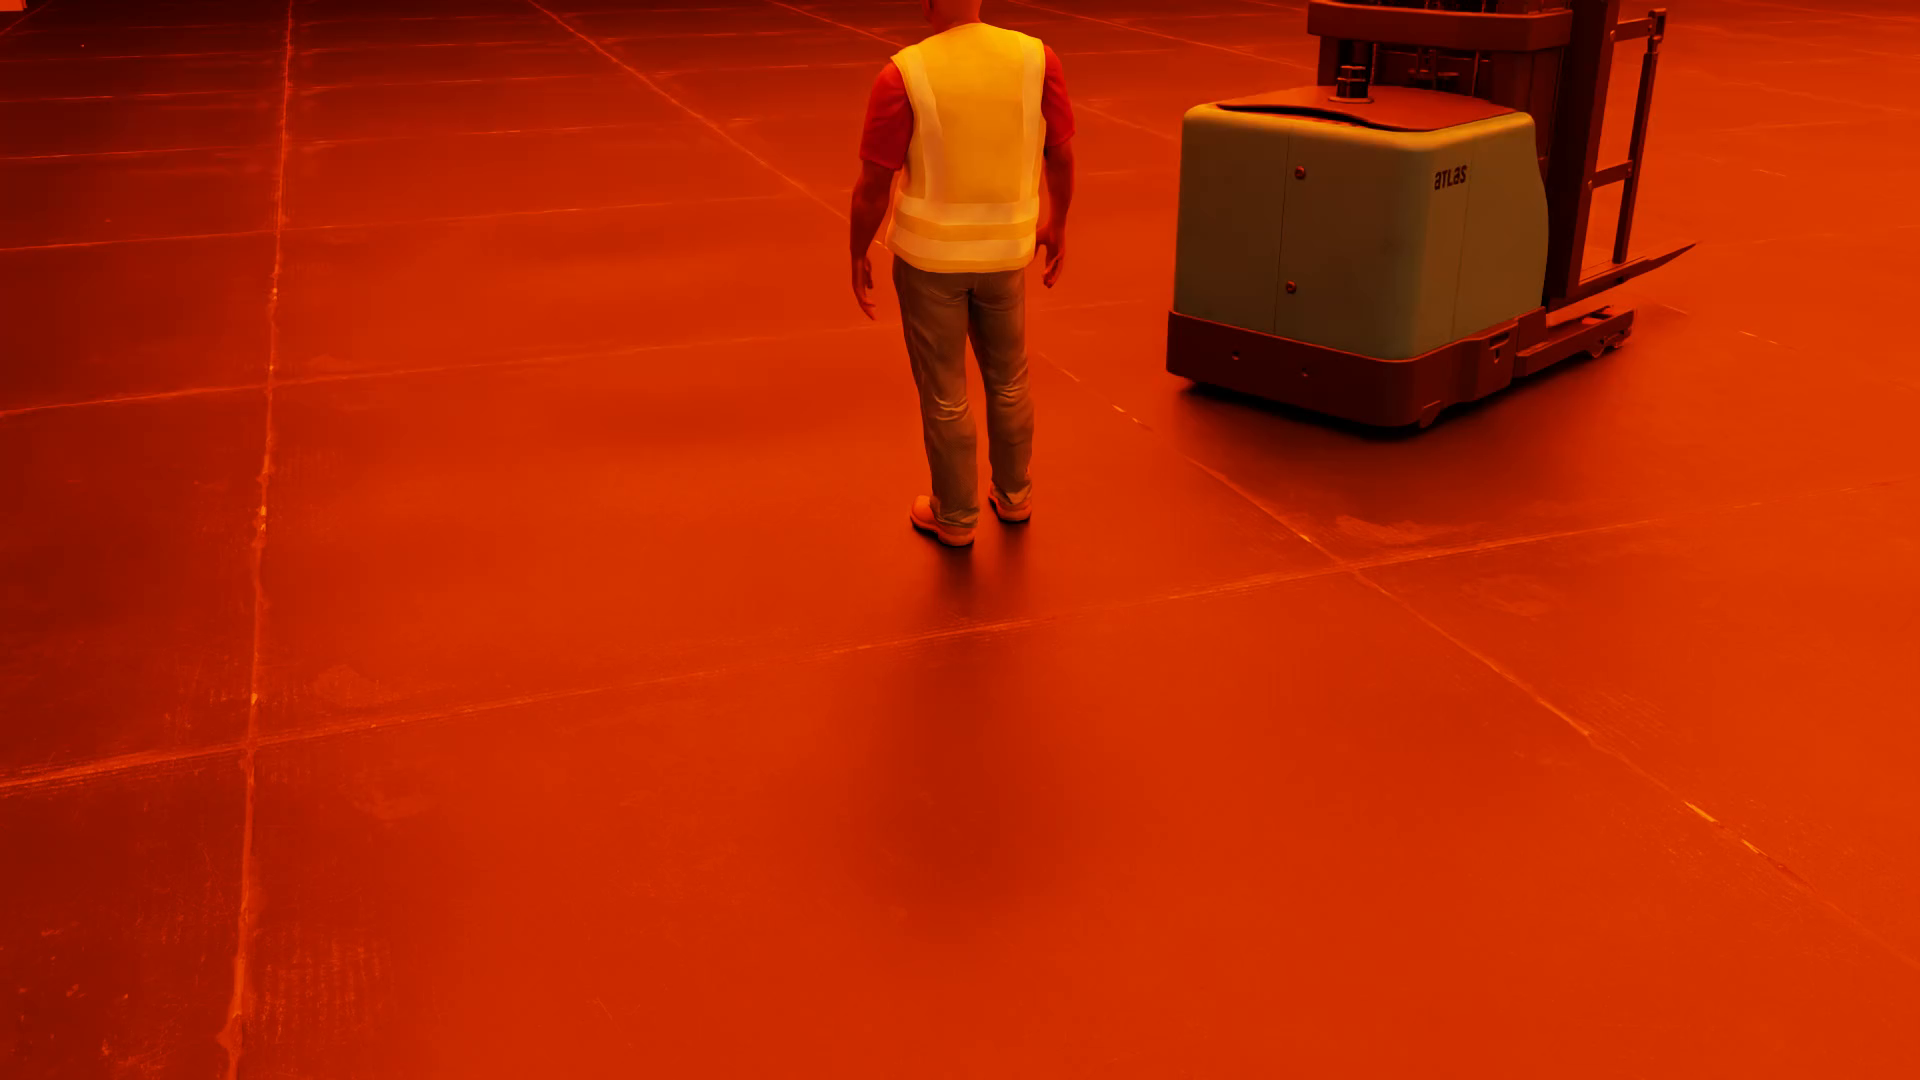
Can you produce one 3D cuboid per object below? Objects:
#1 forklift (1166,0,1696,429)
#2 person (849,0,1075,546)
[{"bbox_3d":[2.188,-2.226,6.592,1.130,2.935,3.031,21,30,40],"label":"forklift"},{"bbox_3d":[-0.019,-0.847,4.797,0.666,1.768,0.575,-8,24,-18],"label":"person"}]
